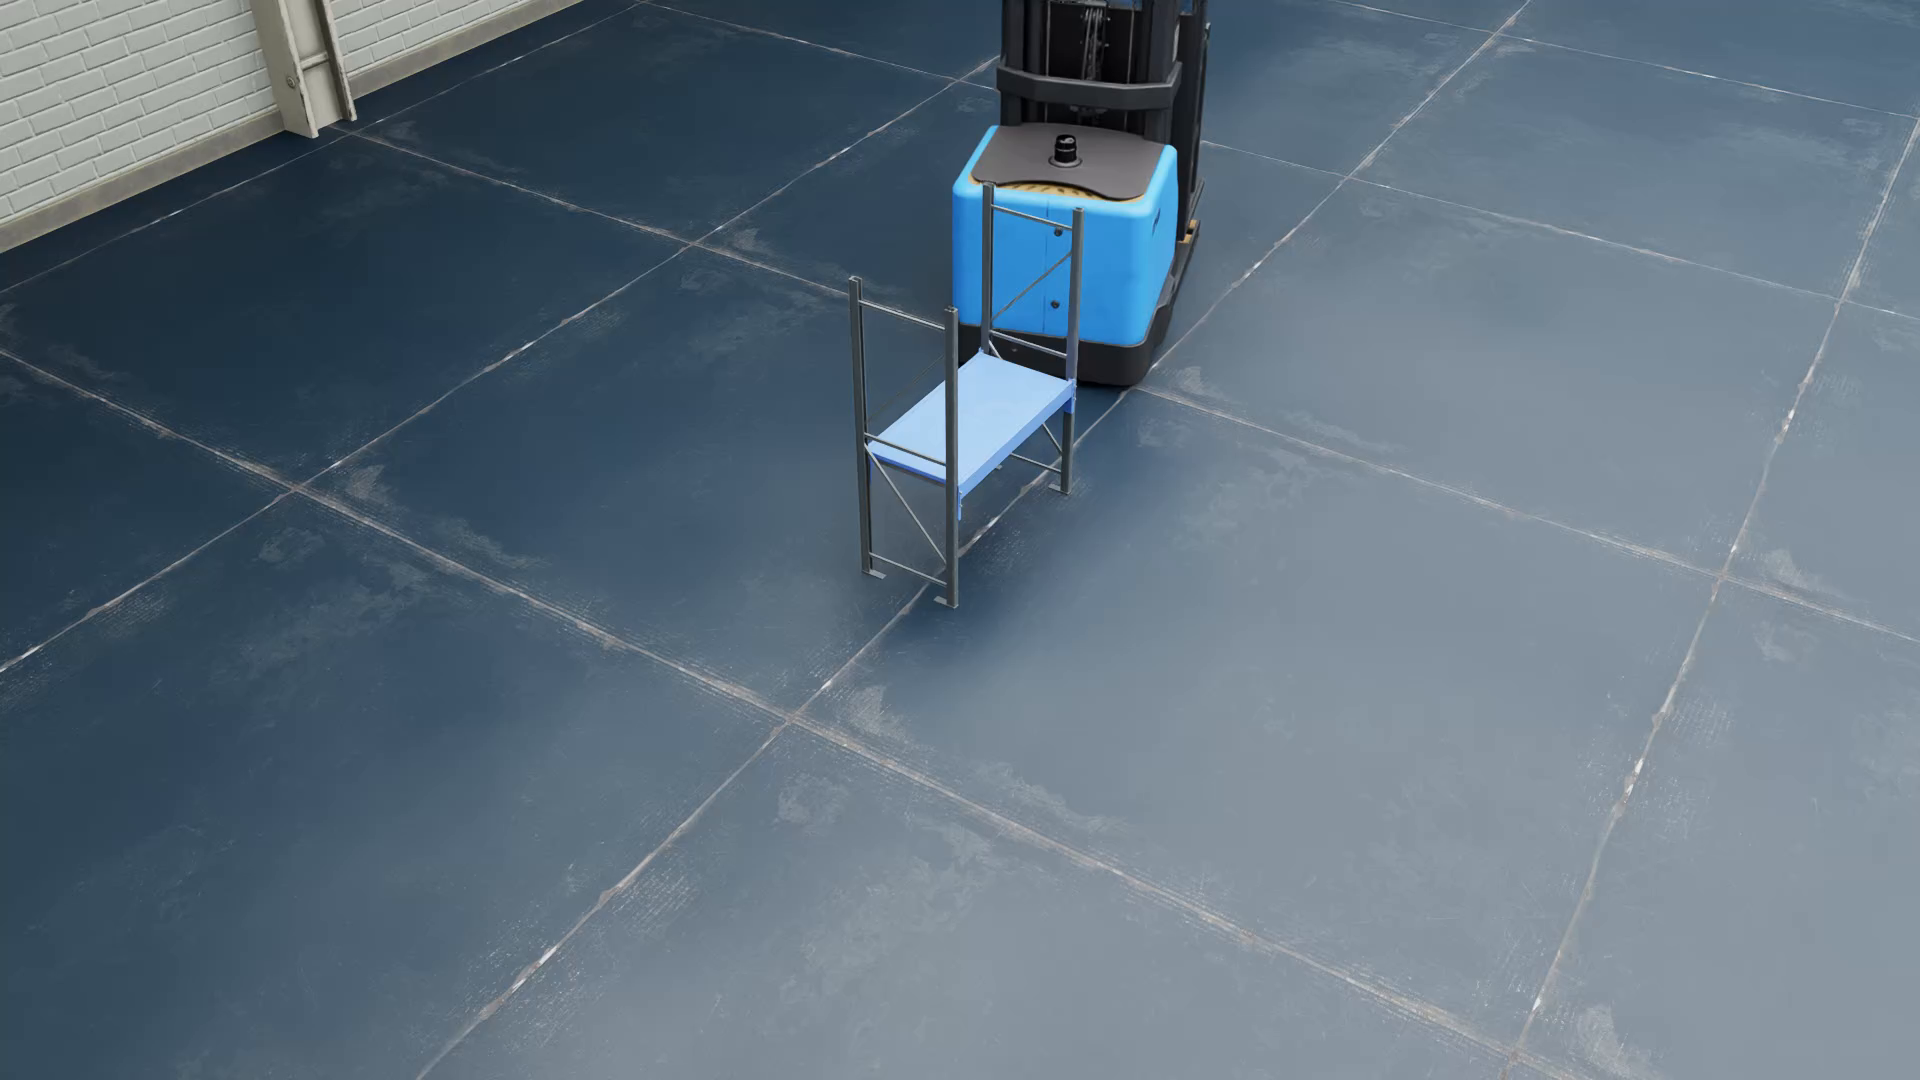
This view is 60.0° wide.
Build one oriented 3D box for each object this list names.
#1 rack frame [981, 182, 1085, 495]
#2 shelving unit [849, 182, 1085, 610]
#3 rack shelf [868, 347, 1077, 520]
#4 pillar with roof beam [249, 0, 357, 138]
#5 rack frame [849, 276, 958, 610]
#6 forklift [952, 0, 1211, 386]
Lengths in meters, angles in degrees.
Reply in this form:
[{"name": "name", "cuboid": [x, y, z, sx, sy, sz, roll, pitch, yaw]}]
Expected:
[{"name": "rack frame", "cuboid": [0.318, -0.900, 7.689, 0.500, 1.500, 0.032, 21, 42, 25]}, {"name": "shelving unit", "cuboid": [0.046, -0.638, 7.349, 0.538, 1.500, 1.048, 21, 42, 25]}, {"name": "rack shelf", "cuboid": [0.046, -0.496, 7.459, 0.538, 0.185, 1.000, 21, 42, 25]}, {"name": "pillar with roof beam", "cuboid": [-0.783, -5.032, 6.908, 9.100, 9.000, 0.400, 21, 42, 25]}, {"name": "rack frame", "cuboid": [-0.227, -0.376, 7.009, 0.500, 1.500, 0.032, 21, 42, 25]}, {"name": "forklift", "cuboid": [0.826, -2.867, 9.068, 1.130, 2.935, 3.031, 9, 39, 12]}]
